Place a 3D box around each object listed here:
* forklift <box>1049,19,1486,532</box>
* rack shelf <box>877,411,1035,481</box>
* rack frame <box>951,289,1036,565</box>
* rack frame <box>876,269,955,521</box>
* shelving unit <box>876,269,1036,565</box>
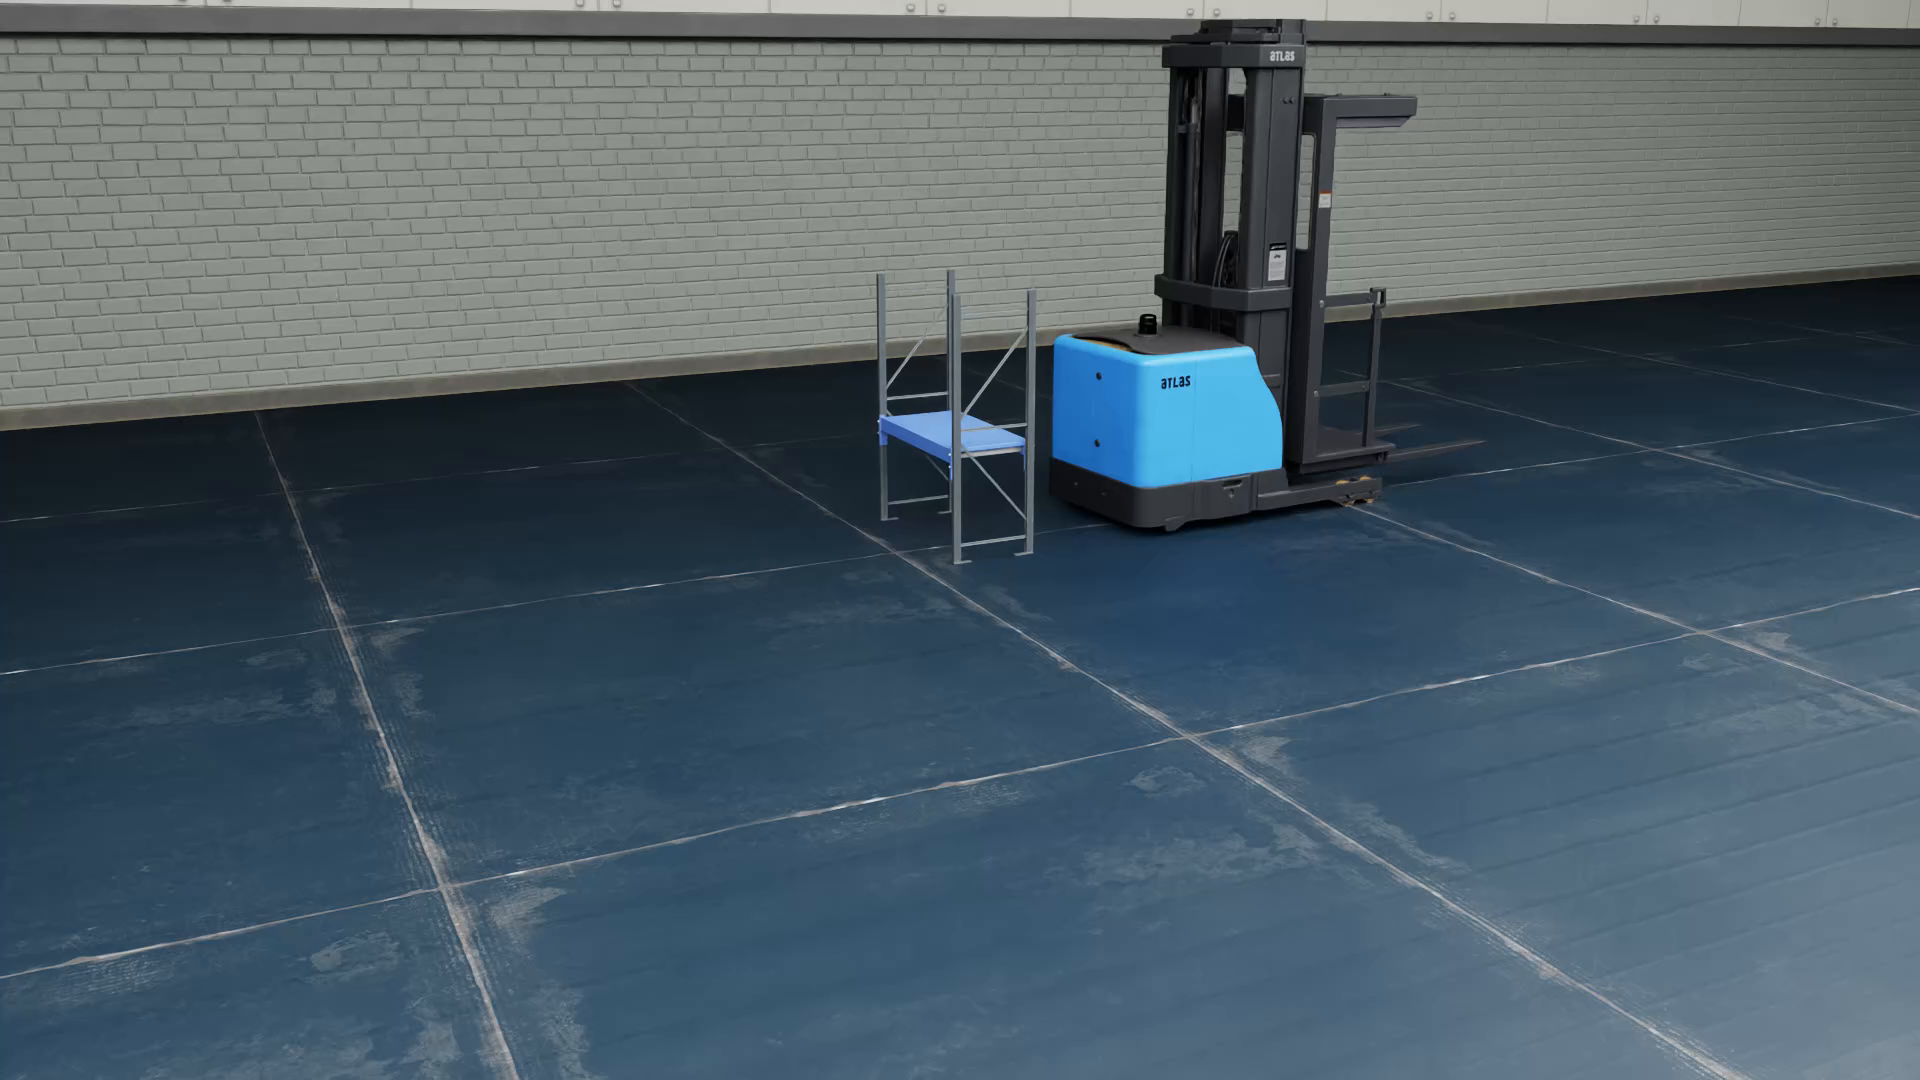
[{"bbox_3d":[2.096,-1.735,10.481,3.031,2.935,1.130,-9,18,-29],"label":"forklift"},{"bbox_3d":[-0.037,-0.569,9.667,0.538,0.185,1.000,-8,18,-25],"label":"rack shelf"},{"bbox_3d":[0.185,-0.616,9.178,0.500,1.500,0.032,-8,18,-25],"label":"rack frame"},{"bbox_3d":[-0.260,-0.868,10.057,0.500,1.500,0.032,-8,18,-25],"label":"rack frame"},{"bbox_3d":[-0.037,-0.742,9.617,0.538,1.500,1.048,-8,18,-25],"label":"shelving unit"}]
